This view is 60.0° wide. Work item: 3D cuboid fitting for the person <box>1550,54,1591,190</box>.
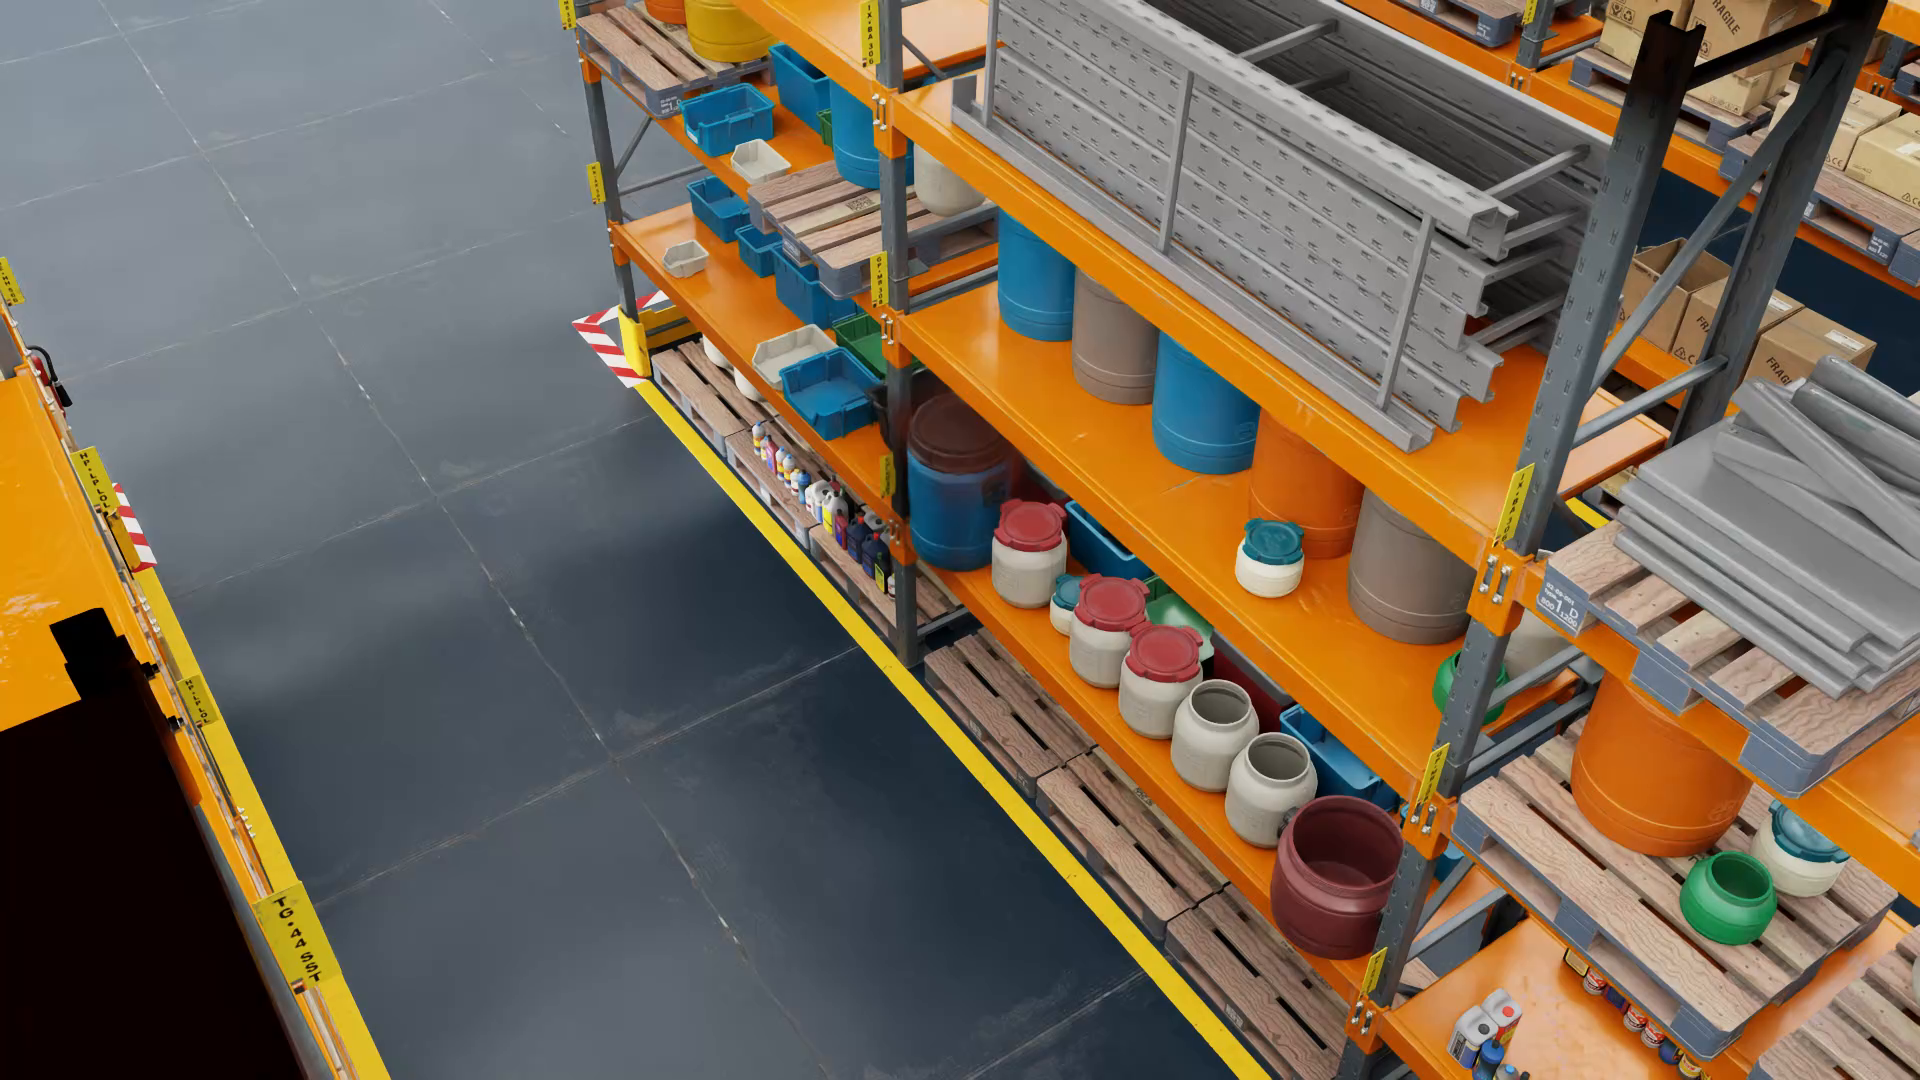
[{"bbox_3d":[5.265,-3.996,14.775,1.103,1.697,0.649,20,46,20],"label":"person"}]
